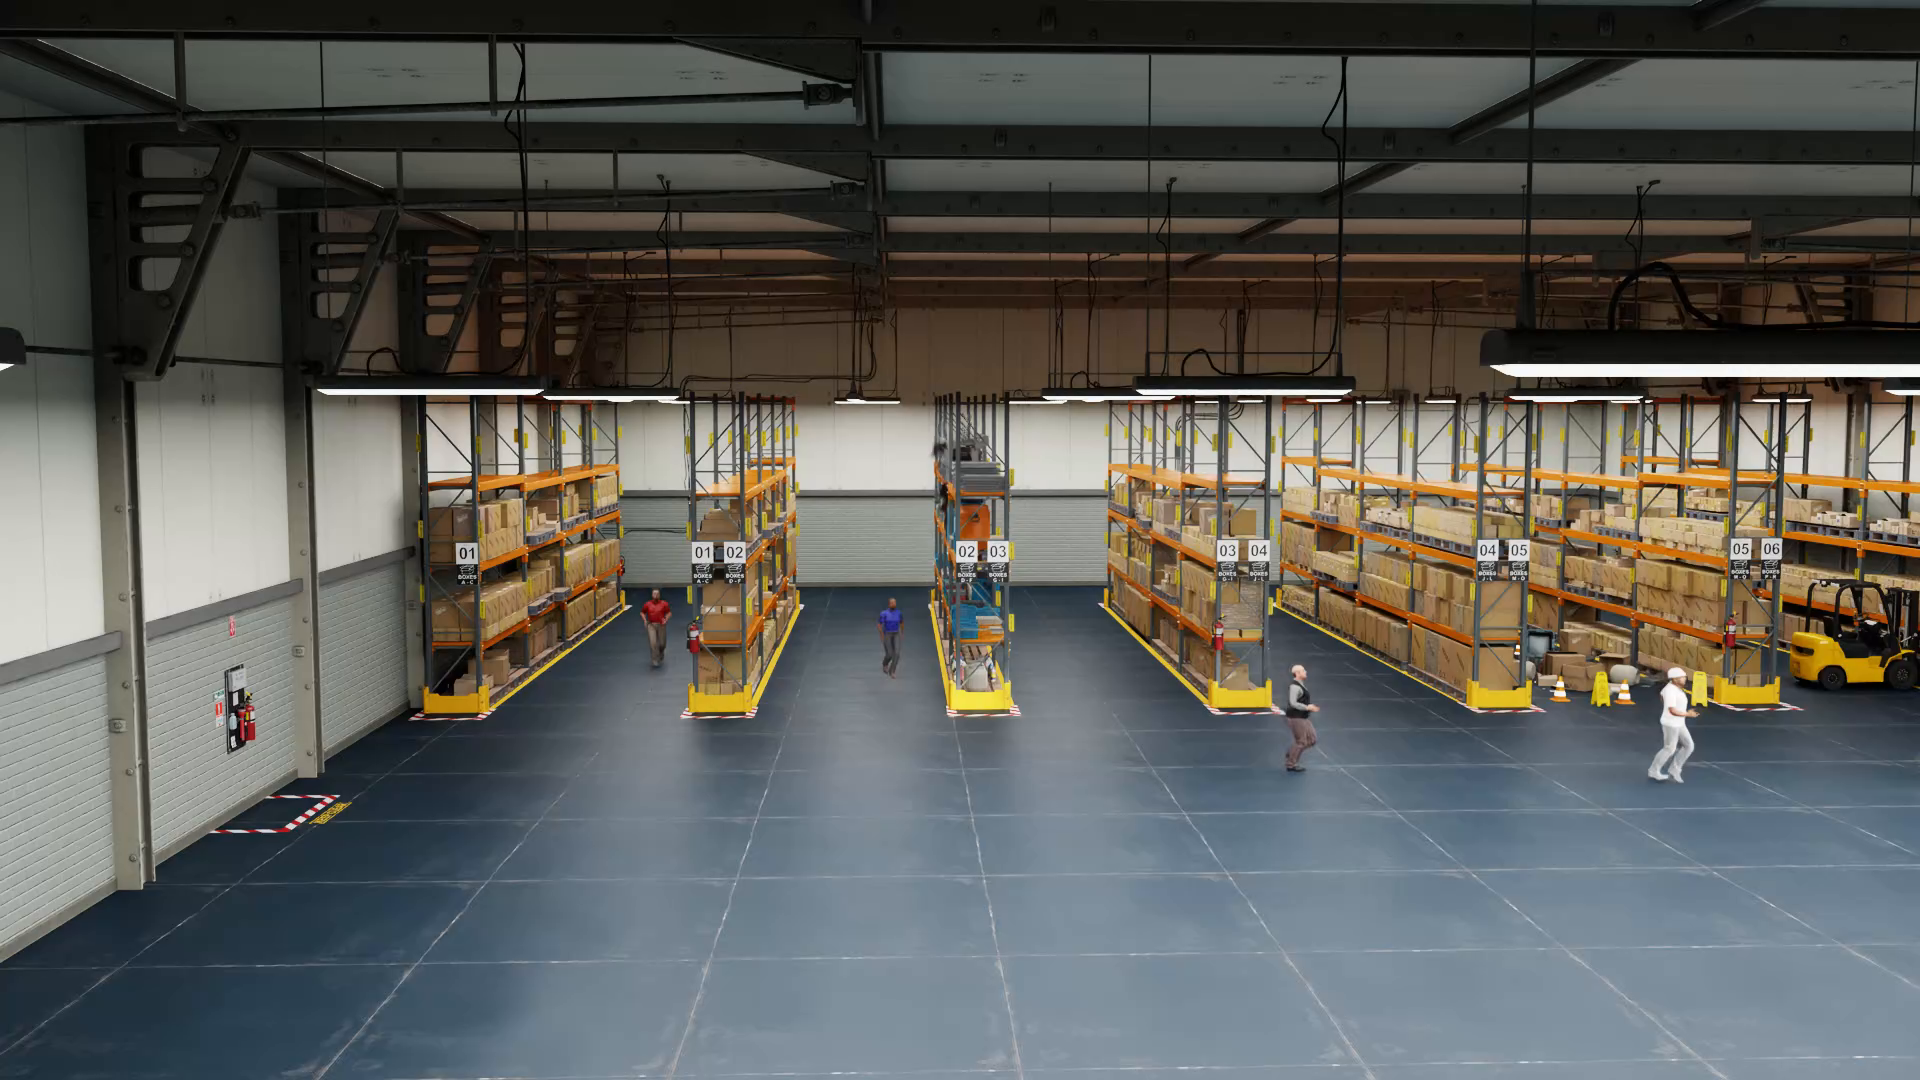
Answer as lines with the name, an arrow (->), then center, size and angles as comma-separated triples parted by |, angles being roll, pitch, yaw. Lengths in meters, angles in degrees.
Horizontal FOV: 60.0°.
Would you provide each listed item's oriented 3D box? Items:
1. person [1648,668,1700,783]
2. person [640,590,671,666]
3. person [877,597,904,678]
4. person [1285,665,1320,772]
person -> 10.870, 2.835, 25.272 | 0.722, 1.816, 0.718 | 3, 6, 34
person -> -6.738, 1.932, 36.851 | 0.666, 1.676, 0.685 | -1, 5, -13
person -> -1.386, 1.956, 33.493 | 0.561, 1.623, 0.515 | -1, 5, -18
person -> 5.370, 2.795, 26.055 | 0.569, 1.683, 0.668 | 2, 5, 21
